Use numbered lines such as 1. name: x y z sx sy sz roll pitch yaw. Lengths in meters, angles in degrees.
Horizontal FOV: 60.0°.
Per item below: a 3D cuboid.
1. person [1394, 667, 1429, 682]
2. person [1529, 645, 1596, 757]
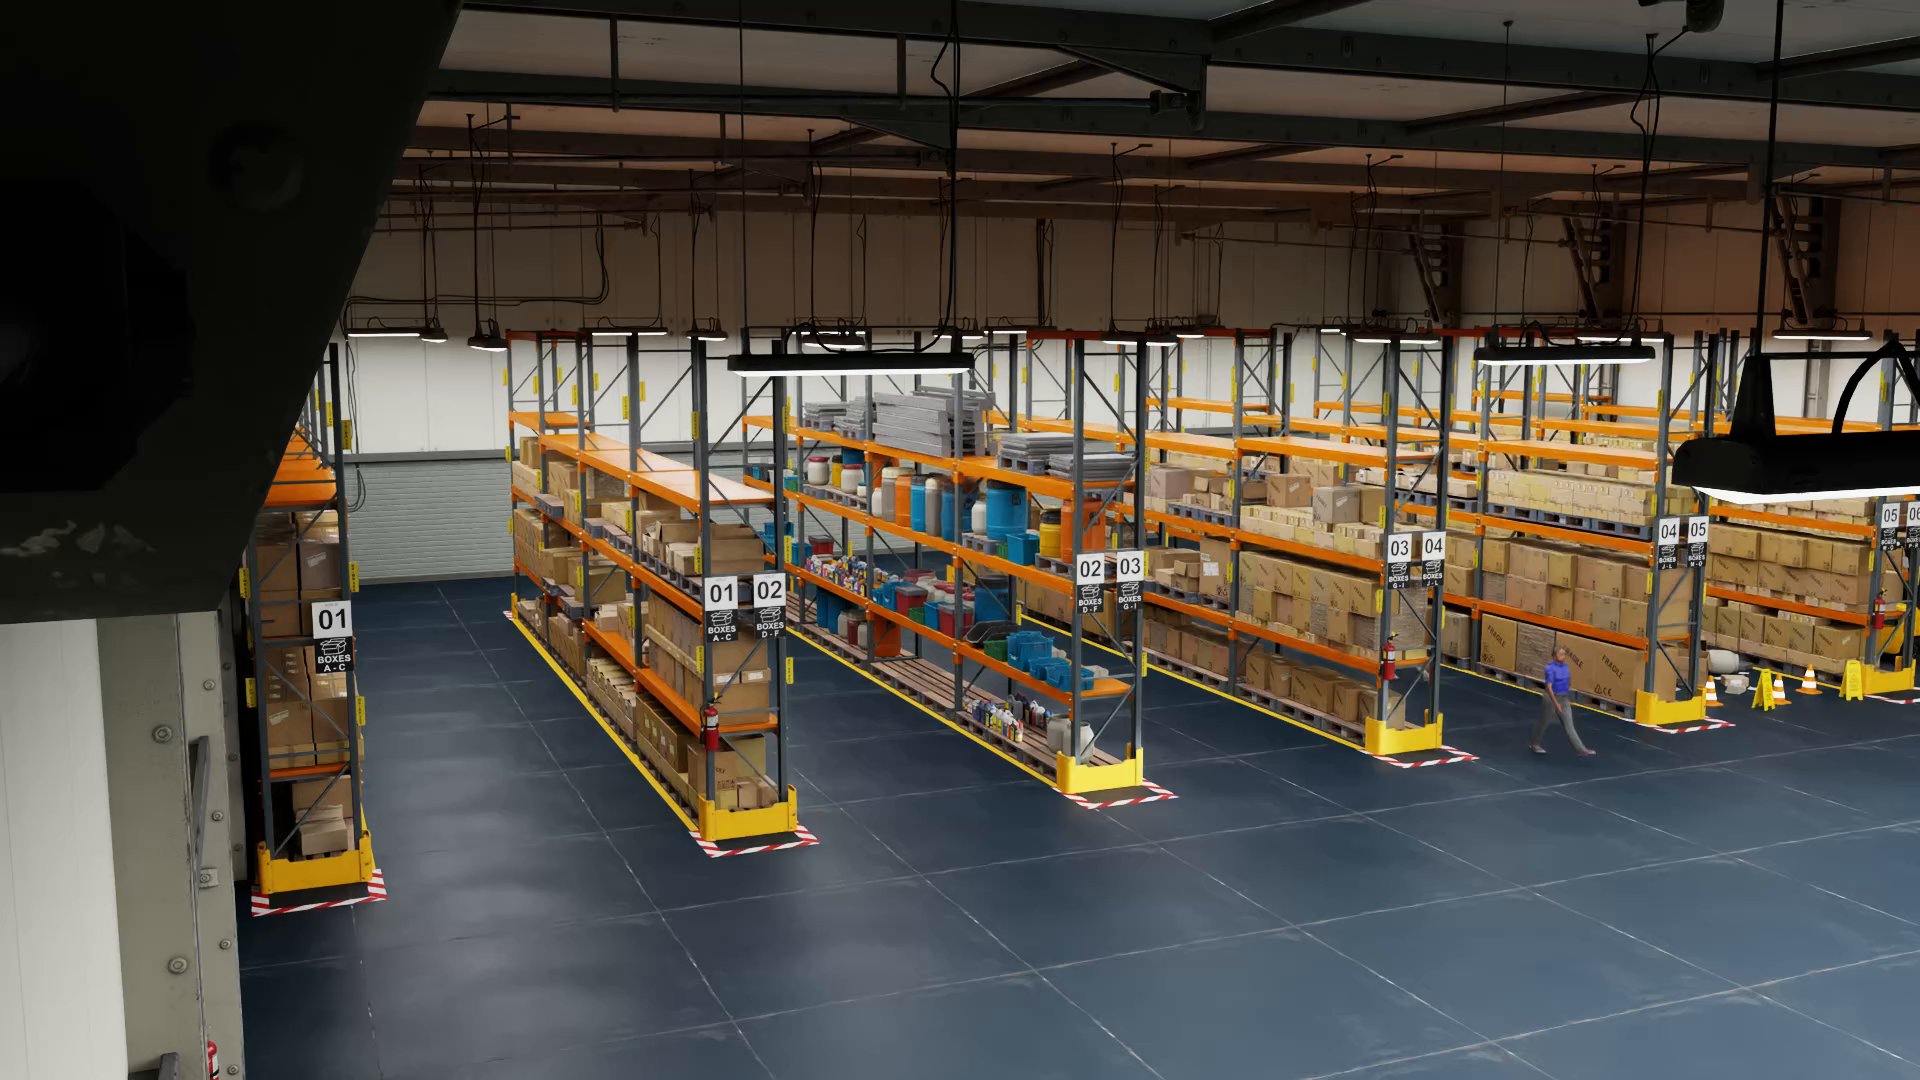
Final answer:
1. person: 7.715 1.636 28.507 0.498 1.626 1.041 -3 8 -19
2. person: 8.563 2.317 23.674 0.456 1.586 1.038 -3 8 -20
